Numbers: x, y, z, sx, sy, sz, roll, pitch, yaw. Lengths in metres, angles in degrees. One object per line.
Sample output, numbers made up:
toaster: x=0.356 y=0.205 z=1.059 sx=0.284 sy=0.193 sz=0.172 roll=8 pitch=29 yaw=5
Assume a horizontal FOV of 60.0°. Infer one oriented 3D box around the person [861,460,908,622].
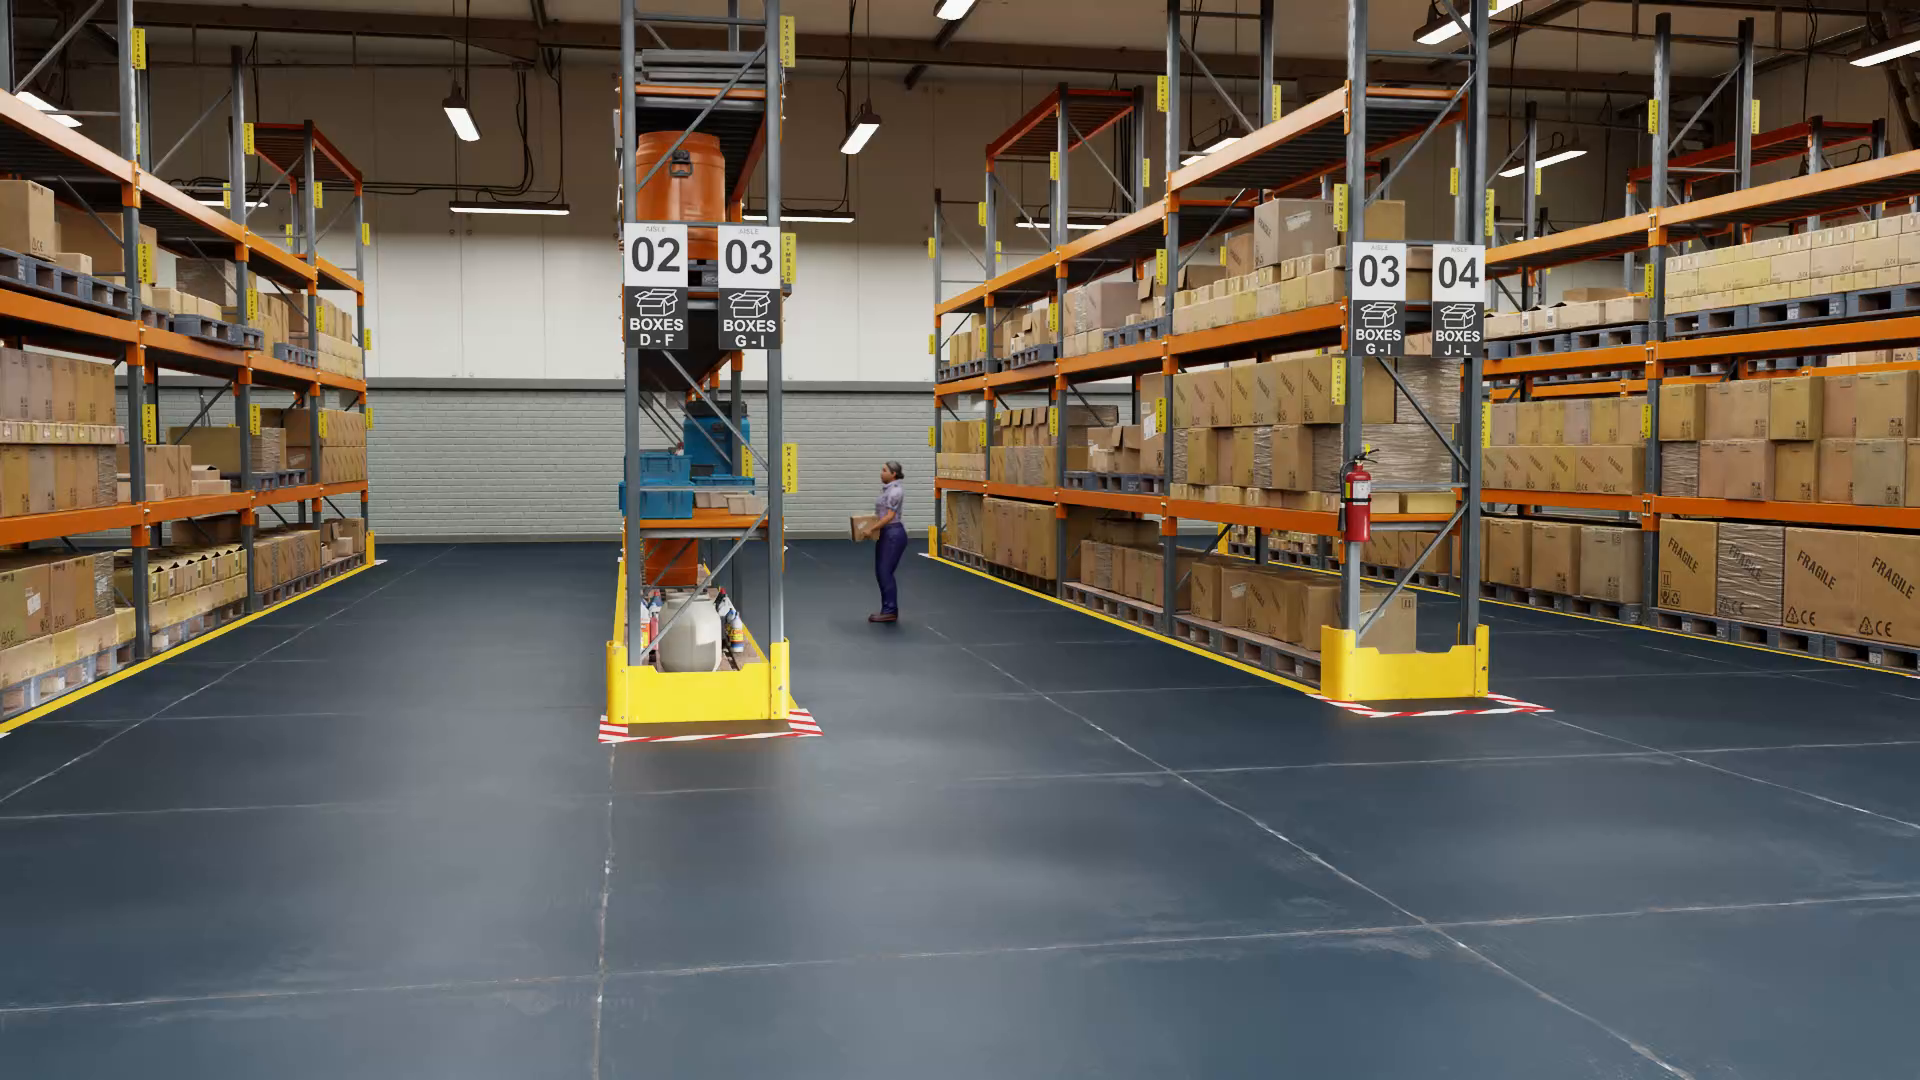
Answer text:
person: x=-0.796 y=0.006 z=17.115 sx=0.505 sy=1.649 sz=0.476 roll=-1 pitch=3 yaw=-12
